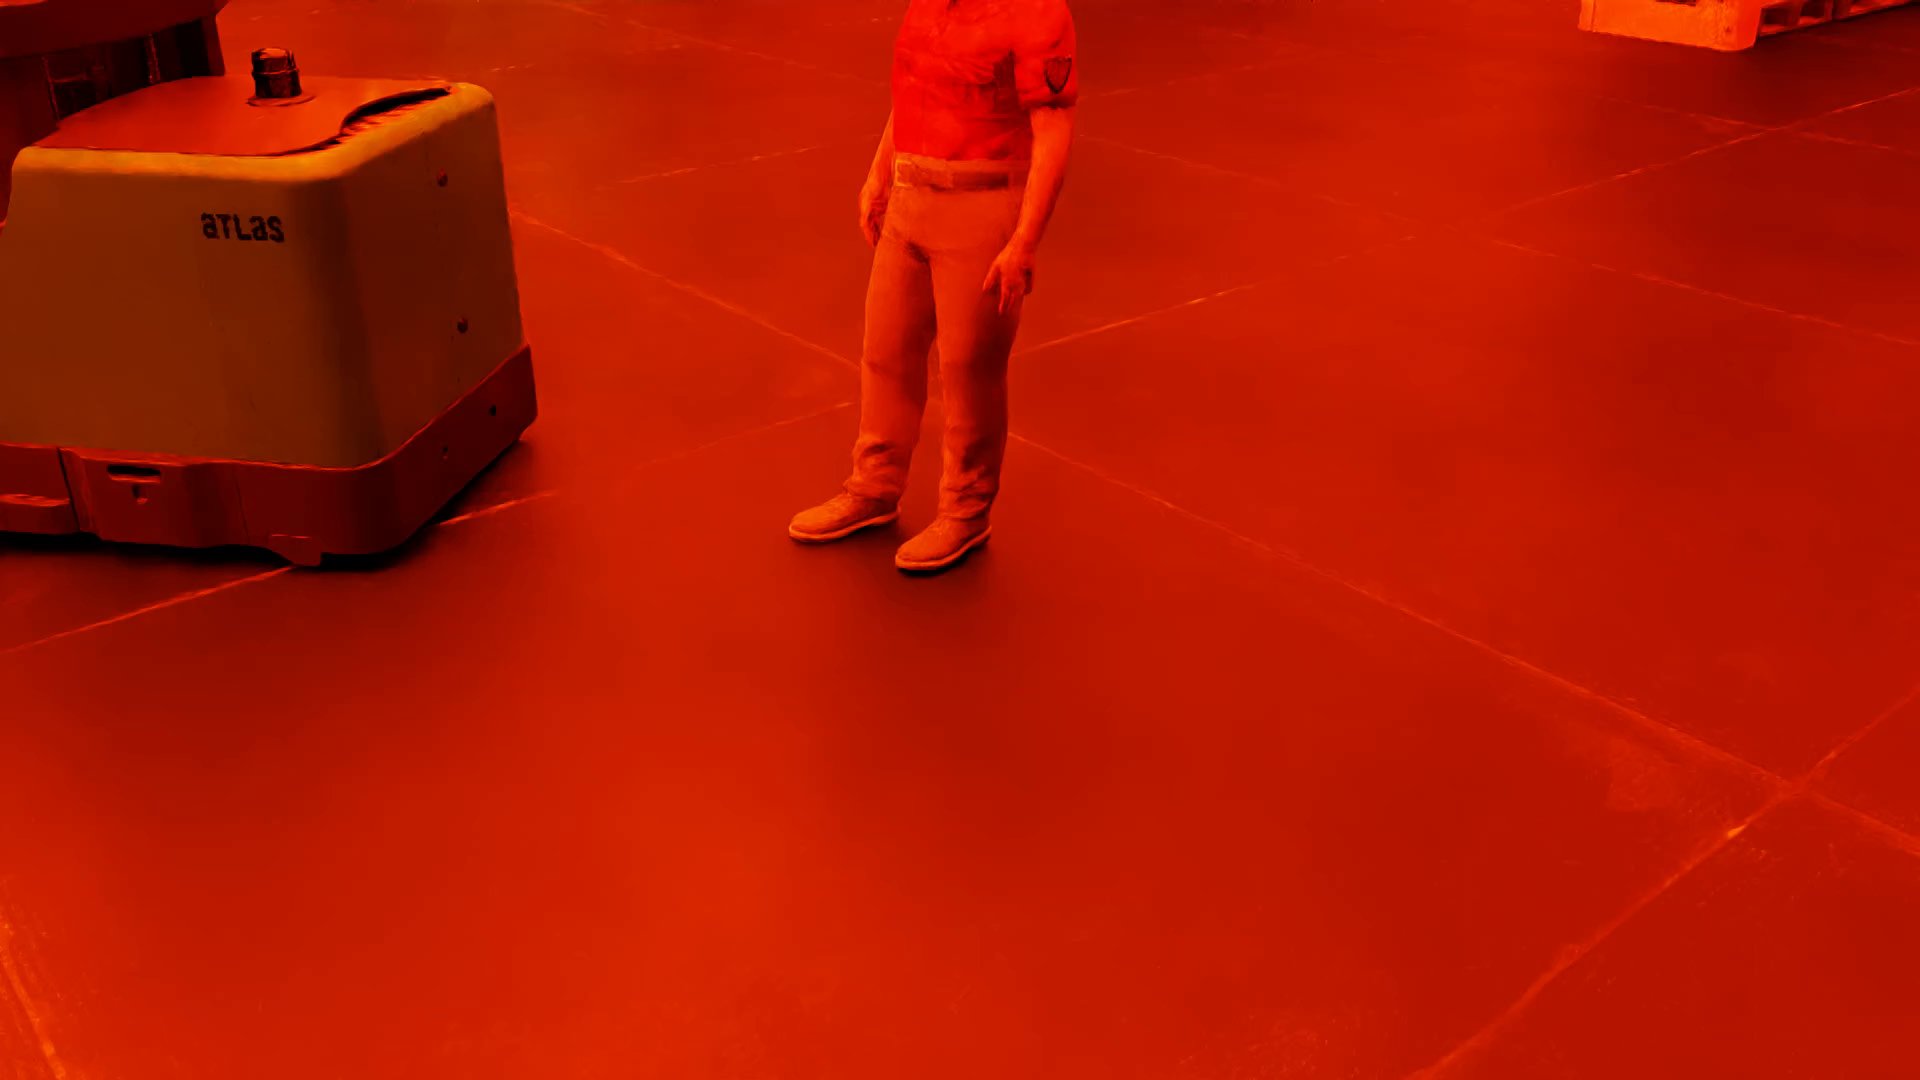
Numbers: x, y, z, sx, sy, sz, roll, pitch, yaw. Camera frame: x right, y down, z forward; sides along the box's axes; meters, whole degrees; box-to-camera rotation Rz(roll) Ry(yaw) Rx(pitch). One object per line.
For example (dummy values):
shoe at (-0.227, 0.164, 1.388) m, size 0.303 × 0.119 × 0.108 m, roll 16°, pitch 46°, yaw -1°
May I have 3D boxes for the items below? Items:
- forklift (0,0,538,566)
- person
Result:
forklift at (-2.860, -1.551, 4.330) m, size 3.031 × 2.935 × 1.130 m, roll 5°, pitch 27°, yaw 9°
person at (-0.077, -0.758, 4.071) m, size 0.550 × 1.723 × 0.640 m, roll -20°, pitch 33°, yaw -35°
